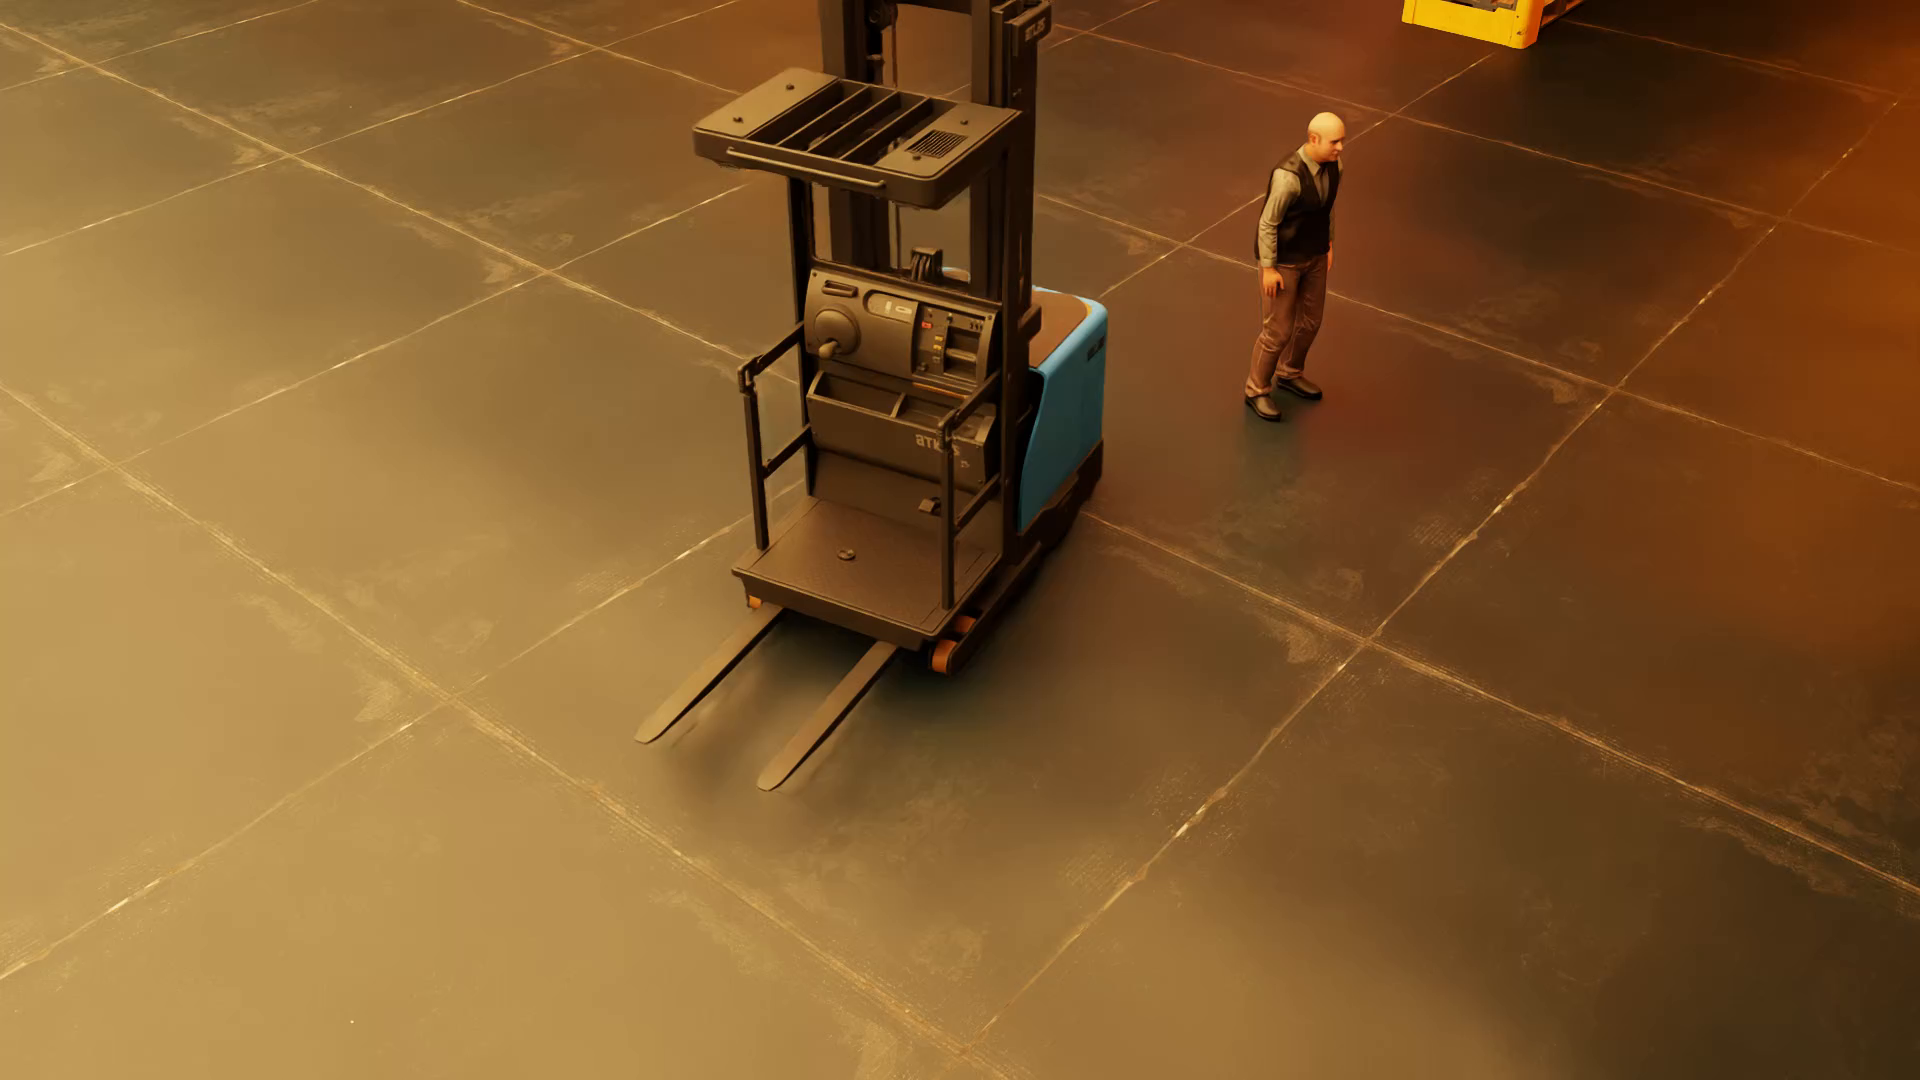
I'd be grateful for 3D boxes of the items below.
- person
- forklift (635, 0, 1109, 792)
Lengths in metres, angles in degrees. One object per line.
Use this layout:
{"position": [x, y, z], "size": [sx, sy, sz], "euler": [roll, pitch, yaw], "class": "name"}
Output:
{"position": [1.846, -1.546, 9.176], "size": [0.582, 1.719, 0.423], "euler": [-27, 44, -32], "class": "person"}
{"position": [-0.370, -0.867, 7.209], "size": [1.130, 2.935, 3.031], "euler": [17, 39, 22], "class": "forklift"}
